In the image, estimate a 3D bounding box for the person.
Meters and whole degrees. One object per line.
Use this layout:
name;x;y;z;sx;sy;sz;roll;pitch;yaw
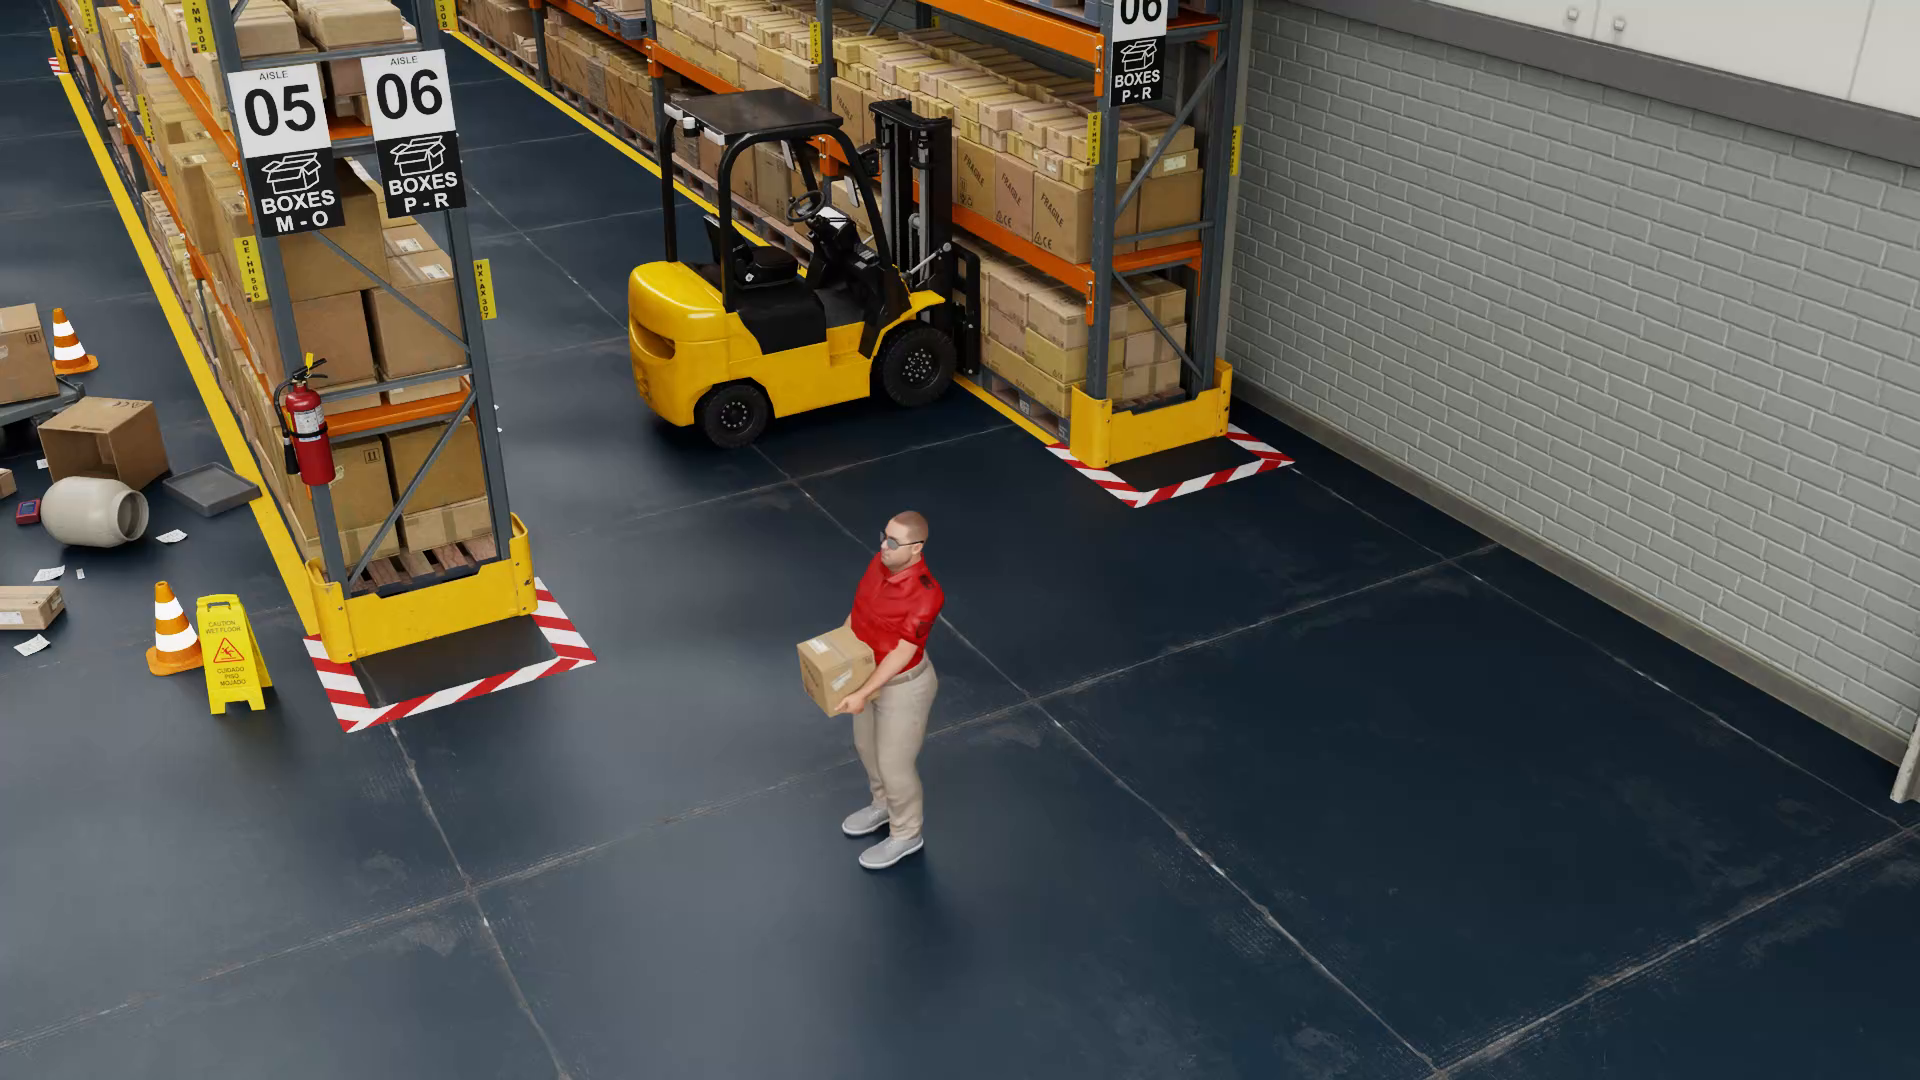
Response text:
person;-0.385;0.657;7.379;0.502;1.729;0.548;-15;32;-26
